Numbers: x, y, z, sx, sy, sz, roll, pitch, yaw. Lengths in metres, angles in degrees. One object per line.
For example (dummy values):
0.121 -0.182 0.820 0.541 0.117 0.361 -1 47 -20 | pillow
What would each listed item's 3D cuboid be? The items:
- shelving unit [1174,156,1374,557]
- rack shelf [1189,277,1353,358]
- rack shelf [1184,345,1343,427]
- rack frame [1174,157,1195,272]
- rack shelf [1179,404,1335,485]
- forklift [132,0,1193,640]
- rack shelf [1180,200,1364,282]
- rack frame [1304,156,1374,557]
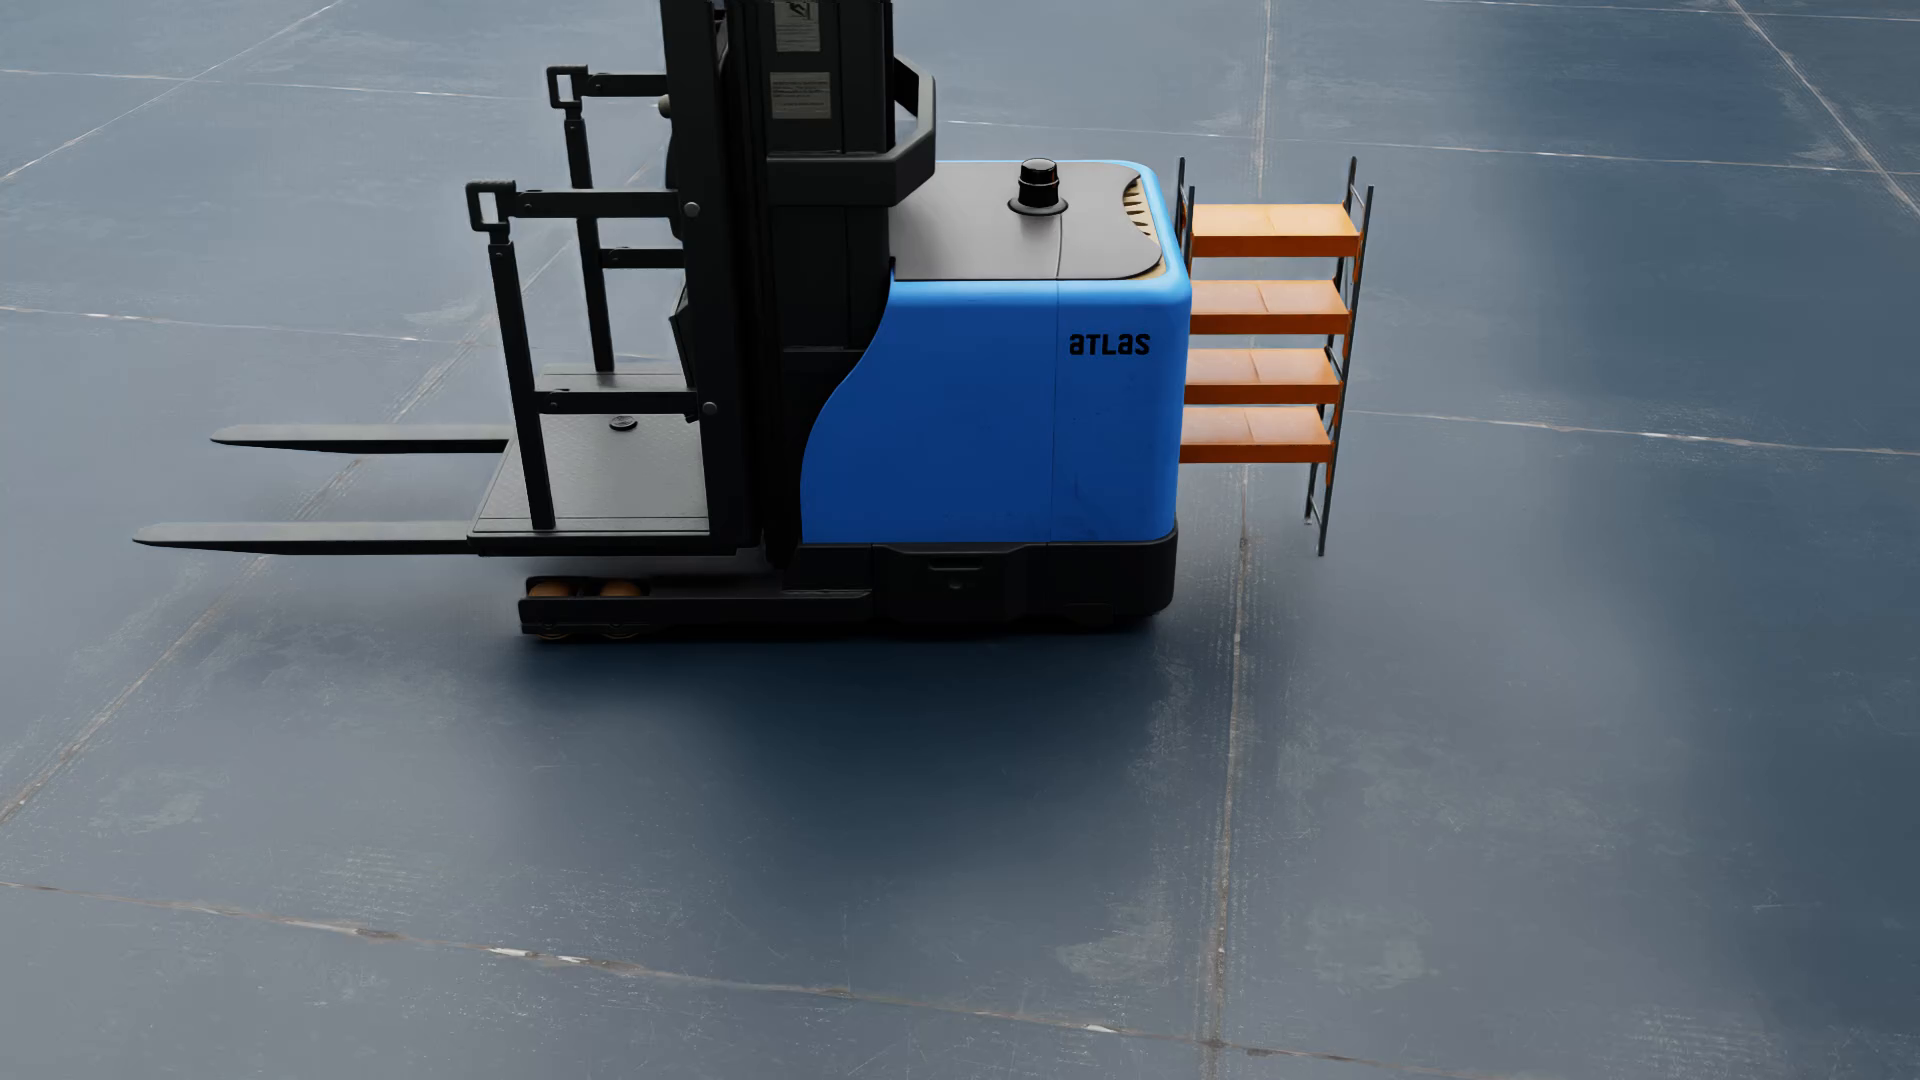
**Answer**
0.876 -0.520 4.950 0.503 1.200 0.258 0 32 0 | shelving unit
0.876 -0.652 4.867 0.480 0.148 0.258 0 32 0 | rack shelf
0.876 -0.463 4.985 0.480 0.148 0.258 0 32 0 | rack shelf
0.632 -0.519 4.948 0.015 1.200 0.240 0 32 0 | rack frame
0.876 -0.294 5.091 0.480 0.148 0.258 0 32 0 | rack shelf
-0.897 -1.238 4.466 3.031 2.935 1.130 0 32 0 | forklift
0.876 -0.853 4.741 0.480 0.148 0.258 0 32 0 | rack shelf
1.120 -0.521 4.951 0.015 1.200 0.240 0 32 0 | rack frame
